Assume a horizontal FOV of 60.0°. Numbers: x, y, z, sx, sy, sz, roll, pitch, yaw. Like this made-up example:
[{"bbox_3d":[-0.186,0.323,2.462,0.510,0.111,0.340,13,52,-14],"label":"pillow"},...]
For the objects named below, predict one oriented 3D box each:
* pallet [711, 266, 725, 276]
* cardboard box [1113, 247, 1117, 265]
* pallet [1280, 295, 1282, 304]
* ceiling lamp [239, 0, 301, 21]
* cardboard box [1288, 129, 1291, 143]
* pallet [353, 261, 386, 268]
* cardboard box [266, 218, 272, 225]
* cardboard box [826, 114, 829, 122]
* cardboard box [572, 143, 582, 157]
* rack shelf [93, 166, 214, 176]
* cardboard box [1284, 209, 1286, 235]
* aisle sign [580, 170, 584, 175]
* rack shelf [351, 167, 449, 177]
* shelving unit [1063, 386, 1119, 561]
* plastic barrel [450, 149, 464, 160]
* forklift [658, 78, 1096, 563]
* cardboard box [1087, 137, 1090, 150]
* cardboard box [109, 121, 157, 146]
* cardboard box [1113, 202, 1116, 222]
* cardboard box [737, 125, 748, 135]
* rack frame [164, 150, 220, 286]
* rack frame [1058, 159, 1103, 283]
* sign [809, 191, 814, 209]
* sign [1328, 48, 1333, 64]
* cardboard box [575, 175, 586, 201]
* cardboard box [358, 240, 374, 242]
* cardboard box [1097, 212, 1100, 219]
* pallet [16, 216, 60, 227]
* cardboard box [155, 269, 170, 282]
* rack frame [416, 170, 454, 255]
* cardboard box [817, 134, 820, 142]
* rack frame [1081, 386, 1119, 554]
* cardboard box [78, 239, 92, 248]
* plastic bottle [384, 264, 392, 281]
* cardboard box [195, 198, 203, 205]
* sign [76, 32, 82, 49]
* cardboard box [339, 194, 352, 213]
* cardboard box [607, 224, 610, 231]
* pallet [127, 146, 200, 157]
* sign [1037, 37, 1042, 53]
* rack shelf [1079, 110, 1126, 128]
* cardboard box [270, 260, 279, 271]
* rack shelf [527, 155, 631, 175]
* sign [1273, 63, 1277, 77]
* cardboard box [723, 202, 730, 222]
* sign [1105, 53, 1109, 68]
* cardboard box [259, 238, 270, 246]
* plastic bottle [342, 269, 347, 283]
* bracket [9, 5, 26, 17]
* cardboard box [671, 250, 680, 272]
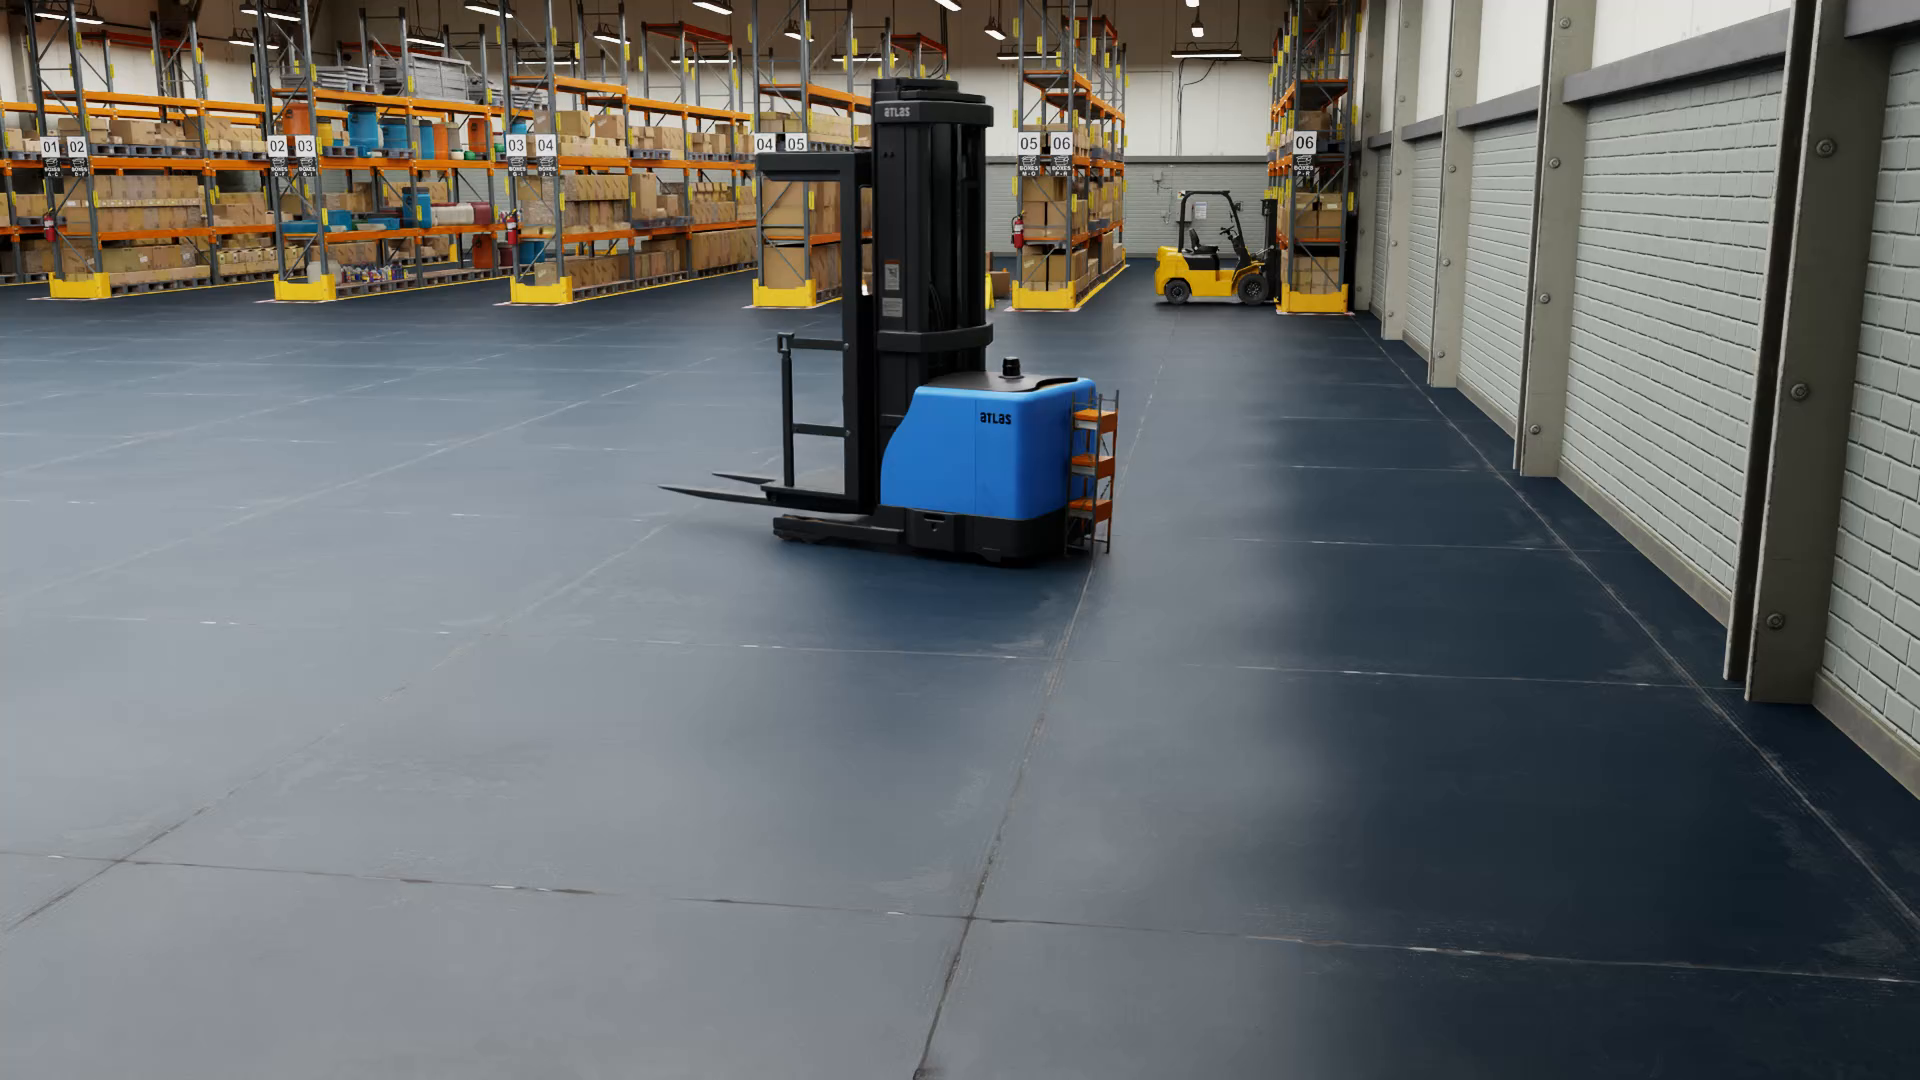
[{"bbox_3d":[-6.613,-6.845,42.256,1.003,0.211,1.213,2,12,9],"label":"pallet"},{"bbox_3d":[3.611,-7.385,43.227,0.875,0.438,0.875,2,12,8],"label":"cardboard box"},{"bbox_3d":[6.734,-4.698,32.291,1.003,0.211,1.213,2,12,9],"label":"pallet"},{"bbox_3d":[-14.753,-12.953,35.880,0.800,3.185,2.000,2,12,9],"label":"ceiling lamp"},{"bbox_3d":[6.555,-7.836,32.197,0.396,0.266,0.258,2,12,7],"label":"cardboard box"},{"bbox_3d":[-16.259,-7.414,44.897,1.003,0.211,1.213,2,12,9],"label":"pallet"},{"bbox_3d":[-16.927,-7.725,40.317,0.380,0.149,0.250,3,12,13],"label":"cardboard box"},{"bbox_3d":[-2.782,-8.258,32.541,0.380,0.149,0.250,2,12,8],"label":"cardboard box"},{"bbox_3d":[-7.827,-7.721,32.935,0.500,0.250,0.500,2,12,7],"label":"cardboard box"},{"bbox_3d":[-21.375,-9.806,43.963,1.077,0.370,4.000,2,12,9],"label":"rack shelf"},{"bbox_3d":[6.518,-6.126,32.064,0.500,0.500,0.500,2,12,9],"label":"cardboard box"},{"bbox_3d":[-10.945,-10.915,48.350,0.394,0.787,0.004,2,12,9],"label":"aisle sign"},{"bbox_3d":[-15.864,-10.479,47.086,1.077,0.370,4.000,2,12,9],"label":"rack shelf"},{"bbox_3d":[0.821,-0.416,10.410,0.215,1.050,0.252,10,15,29],"label":"shelving unit"},{"bbox_3d":[-11.858,-9.081,39.217,0.301,0.262,0.301,0,12,0],"label":"plastic barrel"},{"bbox_3d":[-0.647,-1.495,10.974,3.031,2.935,1.130,7,14,29],"label":"forklift"},{"bbox_3d":[2.376,-8.077,33.884,0.500,0.250,0.500,2,12,8],"label":"cardboard box"},{"bbox_3d":[-17.780,-8.735,35.709,0.797,0.503,0.637,3,13,15],"label":"cardboard box"},{"bbox_3d":[3.739,-8.443,42.815,0.500,0.500,0.500,2,12,11],"label":"cardboard box"},{"bbox_3d":[-6.089,-11.175,45.355,0.500,0.250,0.500,1,12,7],"label":"cardboard box"},{"bbox_3d":[-17.402,-7.283,37.667,1.000,3.000,0.127,2,12,9],"label":"rack frame"},{"bbox_3d":[2.793,-7.473,38.548,1.000,3.000,0.127,2,12,9],"label":"rack frame"},{"bbox_3d":[-2.796,-6.389,31.278,0.100,0.325,0.005,2,12,9],"label":"sign"},{"bbox_3d":[8.247,-10.762,36.978,0.100,0.325,0.005,2,12,9],"label":"sign"},{"bbox_3d":[-7.792,-7.021,33.135,0.500,0.500,0.500,2,12,9],"label":"cardboard box"},{"bbox_3d":[-16.364,-8.069,46.204,0.500,0.500,0.500,2,12,9],"label":"cardboard box"},{"bbox_3d":[2.936,-7.257,37.148,0.380,0.149,0.250,2,12,10],"label":"cardboard box"},{"bbox_3d":[-22.036,-7.503,39.144,1.003,0.211,1.213,2,12,9],"label":"pallet"},{"bbox_3d":[-17.483,-5.728,35.982,0.500,0.250,0.500,2,12,9],"label":"cardboard box"},{"bbox_3d":[-15.557,-9.781,49.258,1.000,3.000,0.127,2,12,9],"label":"rack frame"},{"bbox_3d":[-2.897,-7.711,31.893,0.380,0.149,0.250,2,12,9],"label":"cardboard box"},{"bbox_3d":[0.883,-0.439,10.513,0.200,1.050,0.008,10,15,29],"label":"rack frame"},{"bbox_3d":[-21.891,-7.367,41.165,0.500,0.250,0.500,2,12,10],"label":"cardboard box"},{"bbox_3d":[-12.402,-5.791,35.988,0.144,0.351,0.185,2,12,8],"label":"plastic bottle"},{"bbox_3d":[-17.232,-7.585,37.293,0.380,0.149,0.250,2,12,9],"label":"cardboard box"},{"bbox_3d":[-17.470,-9.898,32.966,0.100,0.325,0.005,2,12,9],"label":"sign"},{"bbox_3d":[-16.382,-8.833,43.624,0.700,0.500,0.500,-1,12,-6],"label":"cardboard box"},{"bbox_3d":[-7.599,-6.579,34.996,0.380,0.149,0.250,2,12,9],"label":"cardboard box"},{"bbox_3d":[-17.508,-8.527,36.532,1.003,0.211,1.213,2,12,9],"label":"pallet"},{"bbox_3d":[1.629,-10.123,34.015,0.100,0.325,0.005,2,12,9],"label":"sign"},{"bbox_3d":[3.716,-11.107,43.829,1.077,0.370,4.000,2,12,9],"label":"rack shelf"},{"bbox_3d":[-16.783,-6.647,40.247,0.500,0.250,0.500,2,12,10],"label":"cardboard box"},{"bbox_3d":[-7.922,-7.659,34.002,1.077,0.370,4.000,2,12,9],"label":"rack shelf"},{"bbox_3d":[7.780,-11.595,41.029,0.100,0.325,0.005,2,12,9],"label":"sign"},{"bbox_3d":[-6.269,-8.466,42.921,0.500,0.500,0.500,2,12,10],"label":"cardboard box"},{"bbox_3d":[3.331,-10.885,37.737,0.100,0.325,0.005,2,12,9],"label":"sign"},{"bbox_3d":[-20.614,-8.566,48.558,0.700,0.500,0.500,1,12,7],"label":"cardboard box"},{"bbox_3d":[-13.103,-5.621,35.358,0.061,0.283,0.133,2,12,9],"label":"plastic bottle"},{"bbox_3d":[-22.450,-12.627,39.680,0.235,0.232,0.430,2,12,9],"label":"bracket"},{"bbox_3d":[-7.082,-6.647,39.604,0.700,0.500,0.500,1,12,6],"label":"cardboard box"}]
